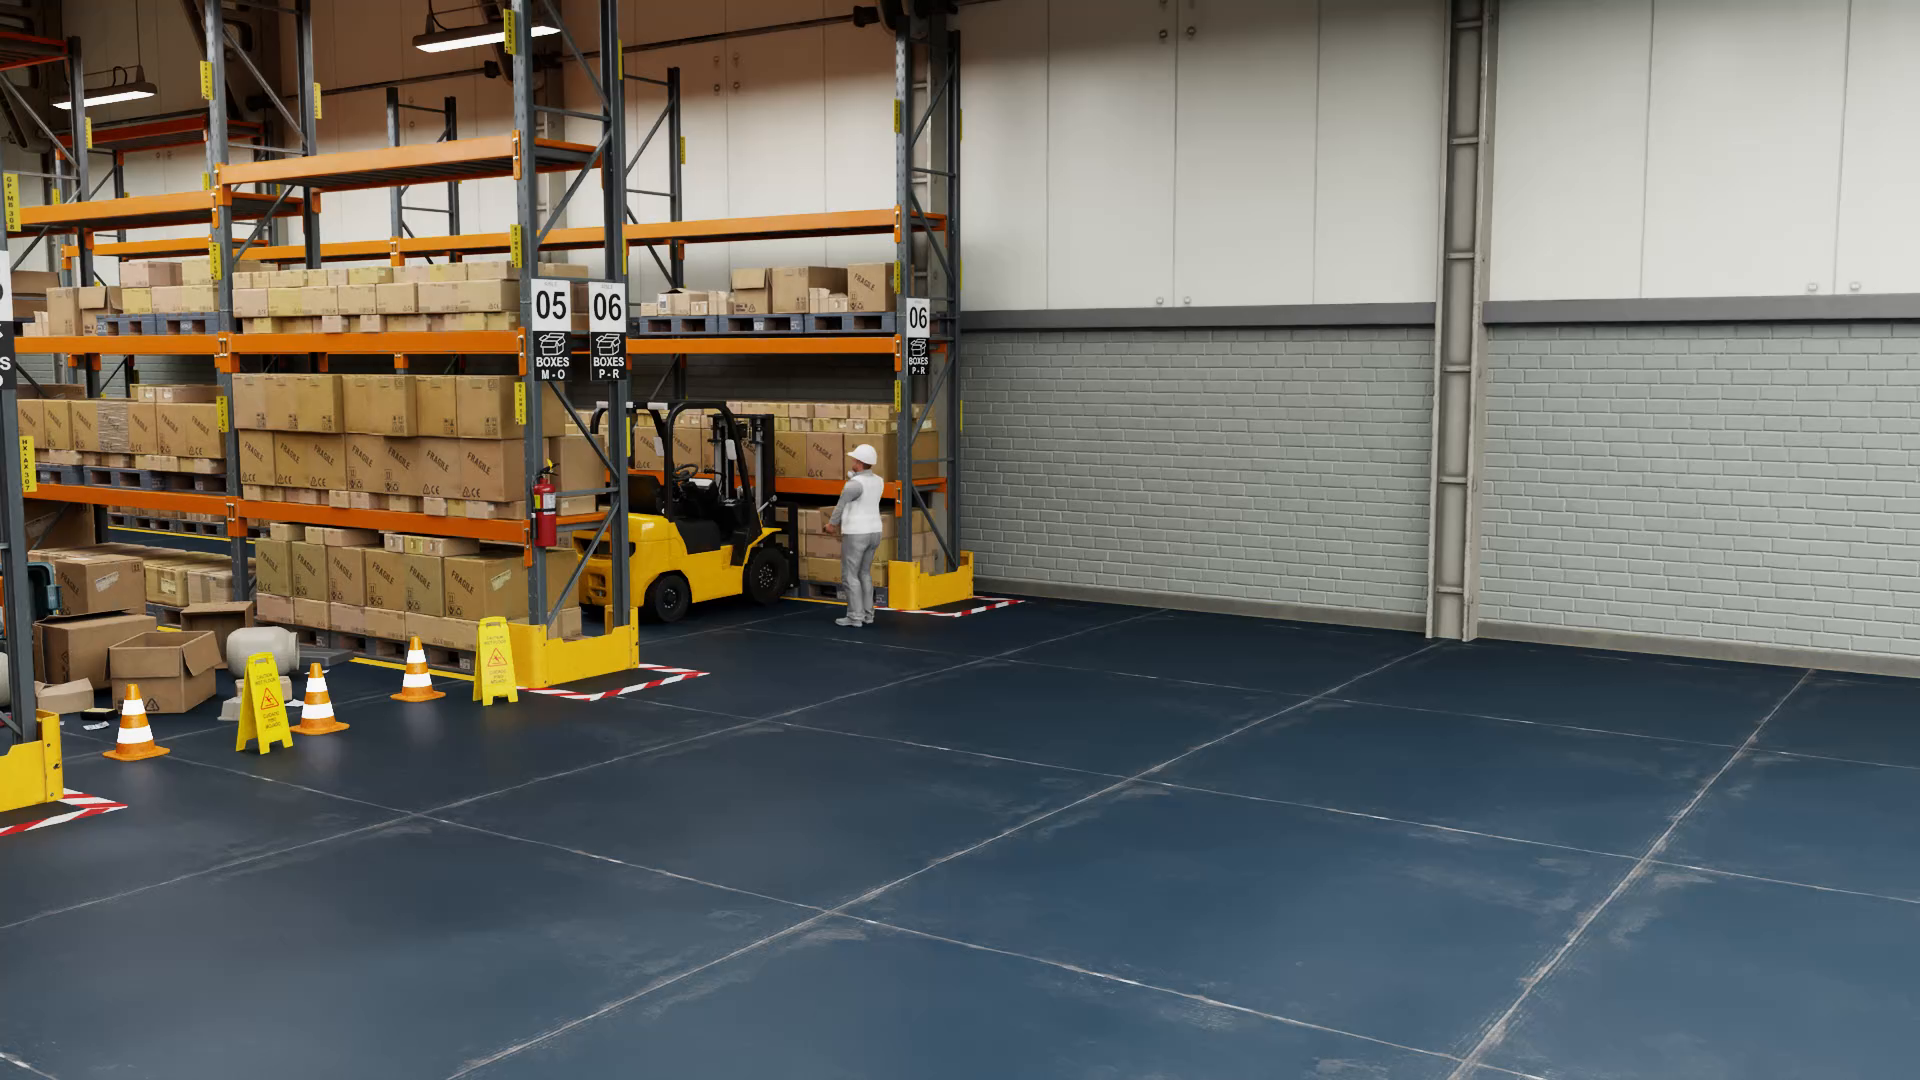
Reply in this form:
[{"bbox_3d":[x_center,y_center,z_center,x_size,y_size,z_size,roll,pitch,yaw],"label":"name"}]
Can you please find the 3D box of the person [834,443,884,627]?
[{"bbox_3d":[-0.986,-0.054,16.148,0.465,1.770,0.578,4,7,31],"label":"person"}]
